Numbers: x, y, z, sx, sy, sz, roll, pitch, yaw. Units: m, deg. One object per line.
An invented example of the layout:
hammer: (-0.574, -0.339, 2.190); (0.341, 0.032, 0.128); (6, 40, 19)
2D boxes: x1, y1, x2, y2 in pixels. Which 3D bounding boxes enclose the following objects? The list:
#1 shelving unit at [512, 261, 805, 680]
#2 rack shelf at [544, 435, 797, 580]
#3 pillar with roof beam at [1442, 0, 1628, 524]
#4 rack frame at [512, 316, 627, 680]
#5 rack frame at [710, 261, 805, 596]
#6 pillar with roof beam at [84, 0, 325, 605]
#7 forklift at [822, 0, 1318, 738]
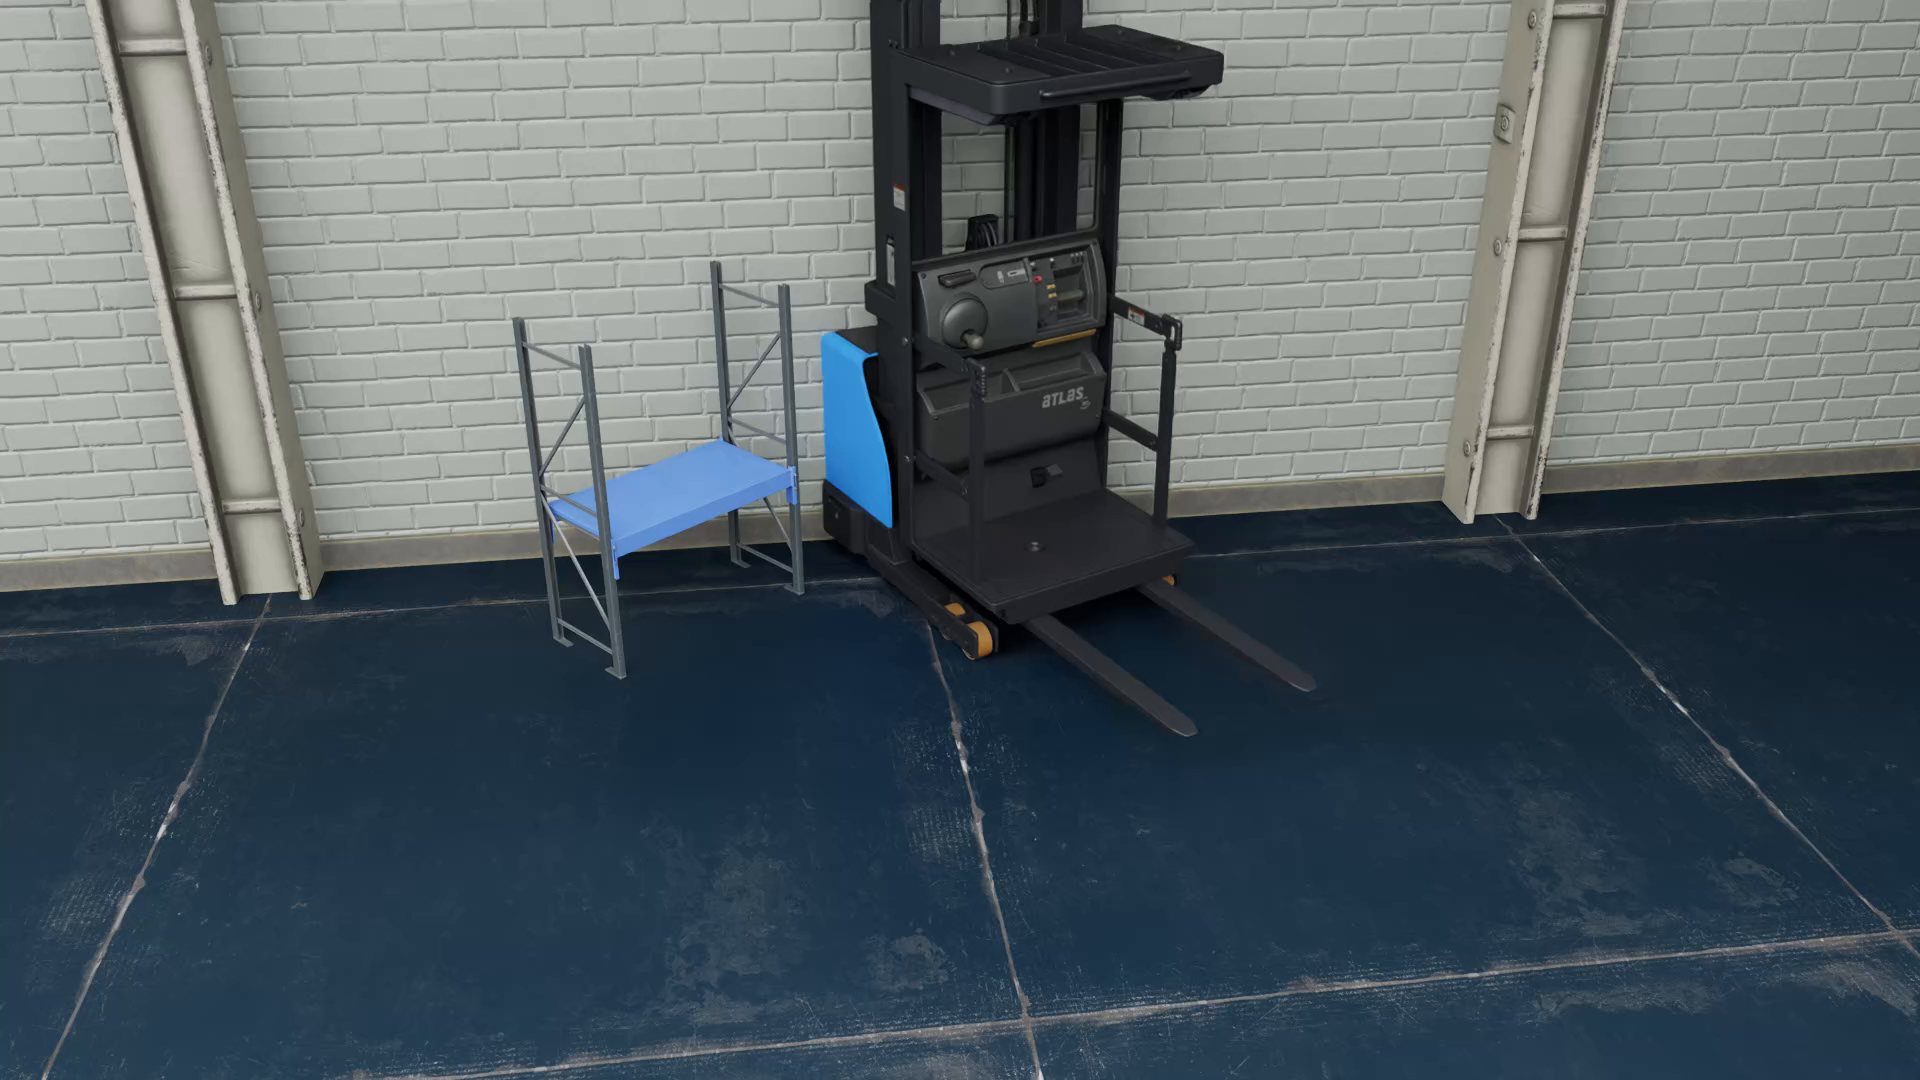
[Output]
shelving unit: (-1.267, -0.323, 7.236); (0.538, 1.500, 1.048); (23, 35, 38)
rack shelf: (-1.267, -0.163, 7.318); (0.538, 0.185, 1.000); (23, 35, 38)
pillar with roof beam: (3.320, -2.223, 2.724); (0.400, 9.000, 9.100); (-4, 27, -7)
rack frame: (-1.616, -0.154, 6.908); (0.500, 1.500, 0.032); (23, 35, 38)
rack frame: (-0.917, -0.491, 7.564); (0.500, 1.500, 0.032); (23, 35, 38)
pillar with roof beam: (-2.622, -1.841, 1.981); (0.400, 9.000, 9.100); (-4, 27, -7)
forklift: (0.348, -1.027, 7.040); (1.130, 2.935, 3.031); (-16, 31, -28)
